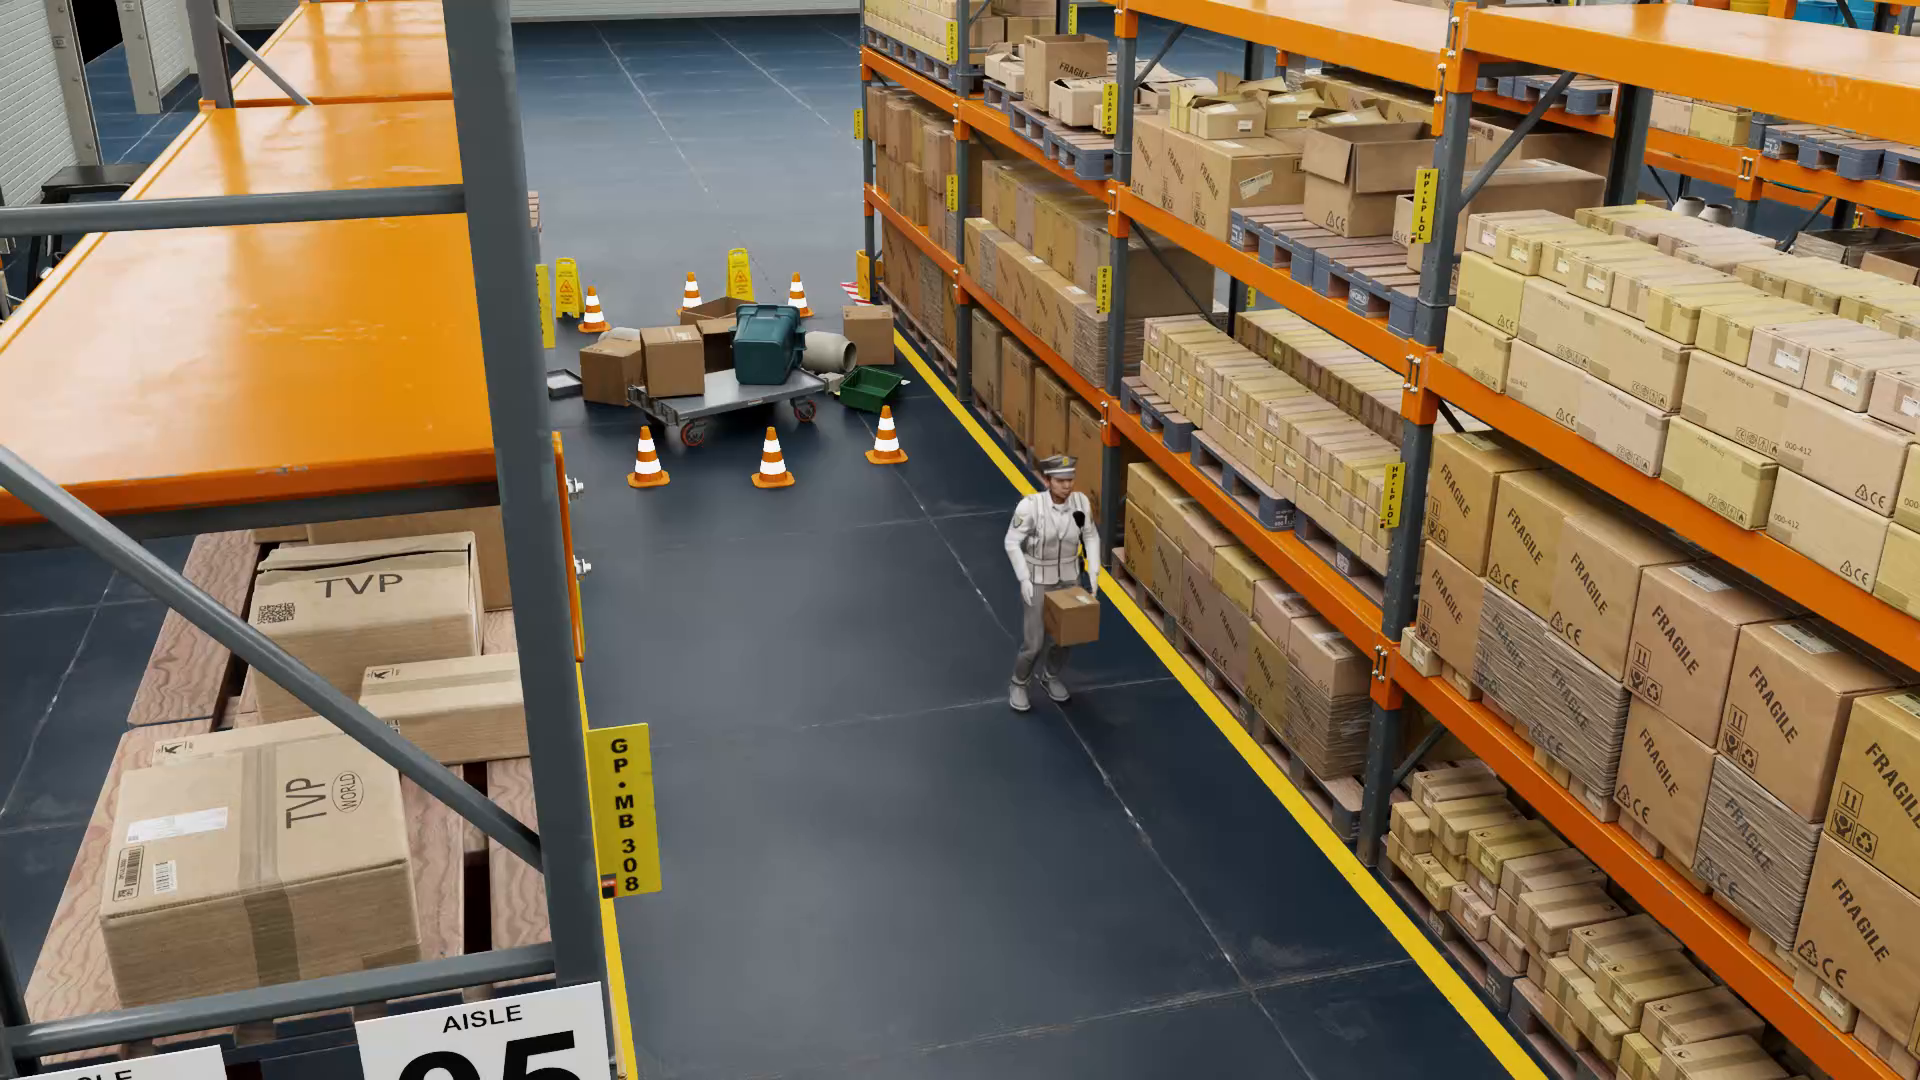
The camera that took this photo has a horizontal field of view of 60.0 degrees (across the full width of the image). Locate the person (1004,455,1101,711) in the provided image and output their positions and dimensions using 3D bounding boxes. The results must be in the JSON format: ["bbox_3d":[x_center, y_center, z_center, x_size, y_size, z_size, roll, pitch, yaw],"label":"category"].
[{"bbox_3d":[0.570,0.244,10.032,0.596,1.650,0.468,-7,24,-17],"label":"person"}]
